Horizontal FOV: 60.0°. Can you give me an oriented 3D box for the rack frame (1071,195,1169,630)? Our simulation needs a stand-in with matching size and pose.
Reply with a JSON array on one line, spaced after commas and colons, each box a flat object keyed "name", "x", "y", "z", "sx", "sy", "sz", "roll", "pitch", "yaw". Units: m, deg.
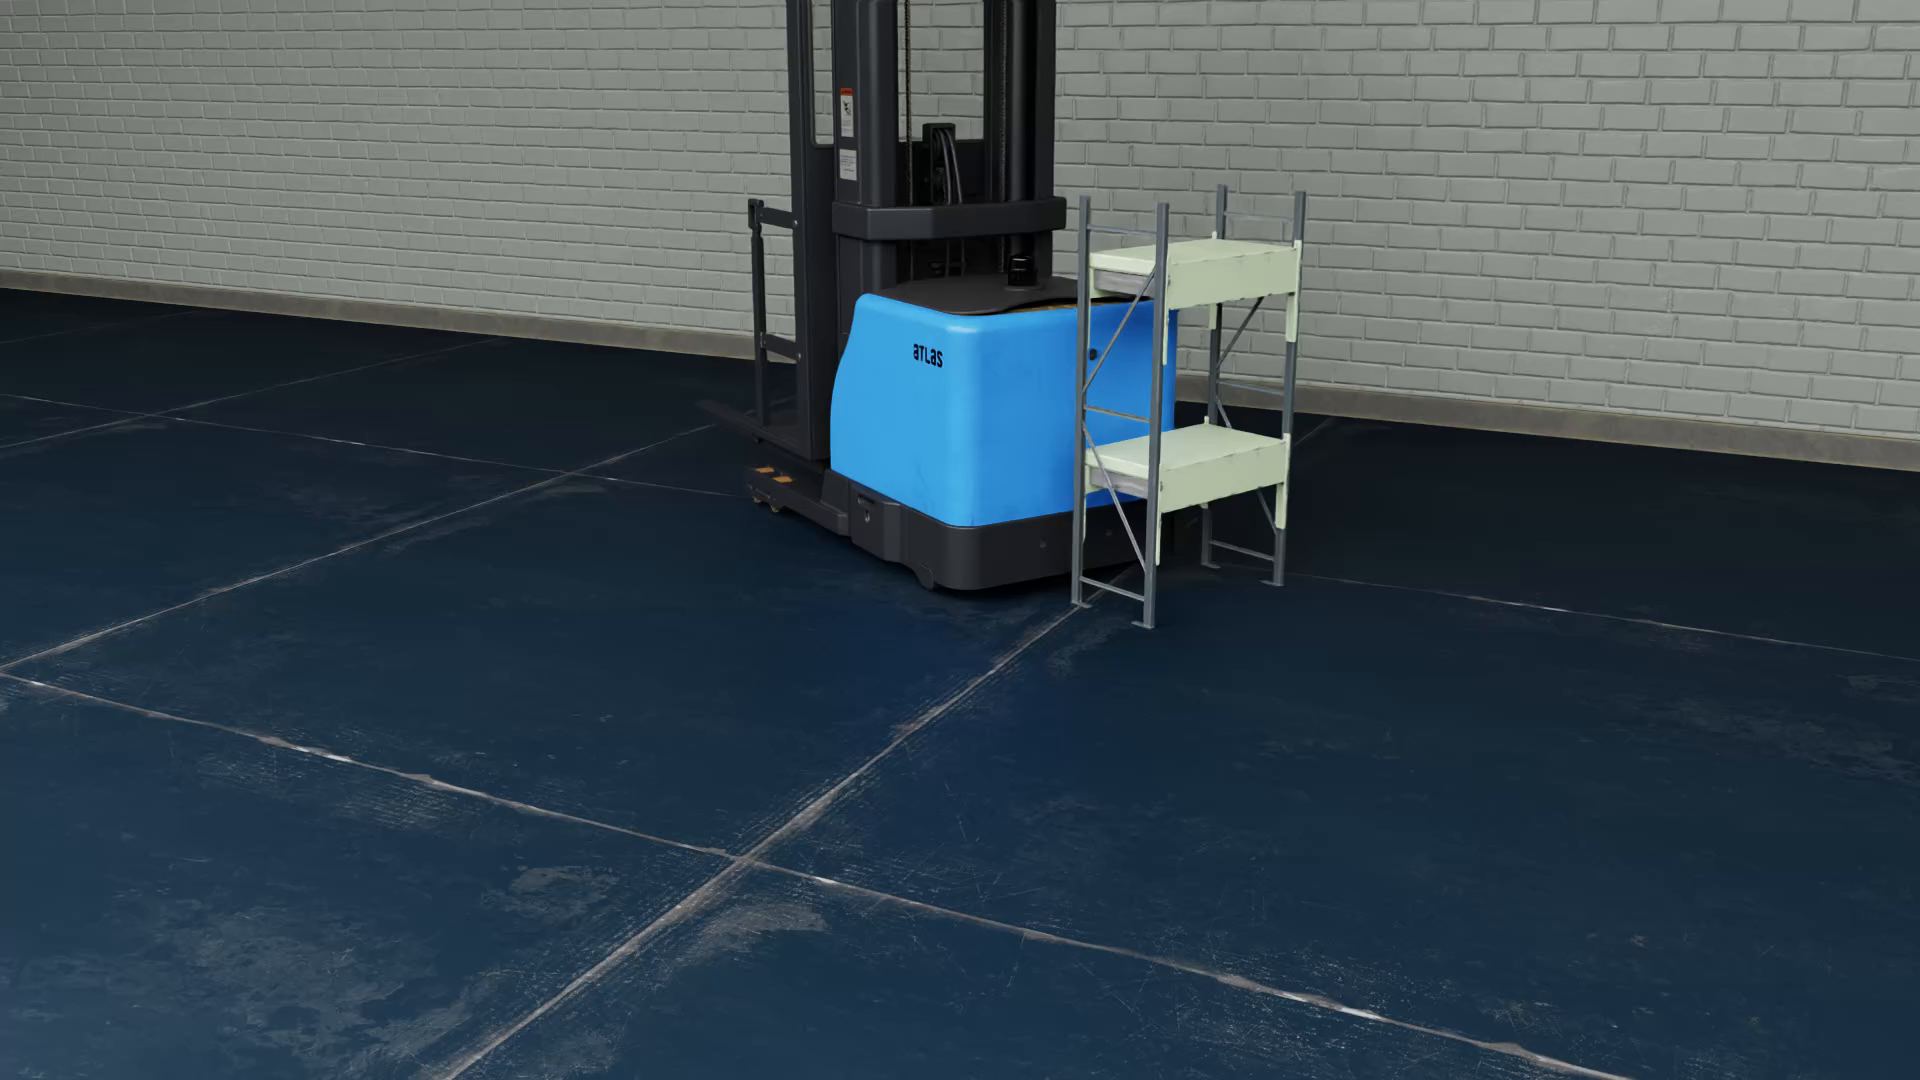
[{"name": "rack frame", "x": 0.556, "y": -0.442, "z": 5.877, "sx": 0.023, "sy": 1.500, "sz": 0.400, "roll": -14, "pitch": 22, "yaw": -39}]

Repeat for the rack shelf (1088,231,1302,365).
[{"name": "rack shelf", "x": 0.832, "y": -0.884, "z": 5.996, "sx": 0.720, "sy": 0.370, "sz": 0.431, "roll": -14, "pitch": 22, "yaw": -39}]

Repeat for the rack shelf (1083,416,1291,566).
[{"name": "rack shelf", "x": 0.832, "y": -0.198, "z": 6.201, "sx": 0.720, "sy": 0.370, "sz": 0.431, "roll": -14, "pitch": 22, "yaw": -39}]

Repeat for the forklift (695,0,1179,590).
[{"name": "forklift", "x": -0.326, "y": -1.586, "z": 7.215, "sx": 1.130, "sy": 2.935, "sz": 3.031, "roll": -10, "pitch": 19, "yaw": -29}]

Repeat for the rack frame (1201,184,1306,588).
[{"name": "rack frame", "x": 1.108, "y": -0.579, "z": 6.338, "sx": 0.023, "sy": 1.500, "sz": 0.400, "roll": -14, "pitch": 22, "yaw": -39}]

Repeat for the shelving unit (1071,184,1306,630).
[{"name": "shelving unit", "x": 0.832, "y": -0.510, "z": 6.108, "sx": 0.755, "sy": 1.500, "sz": 0.431, "roll": -14, "pitch": 22, "yaw": -39}]
